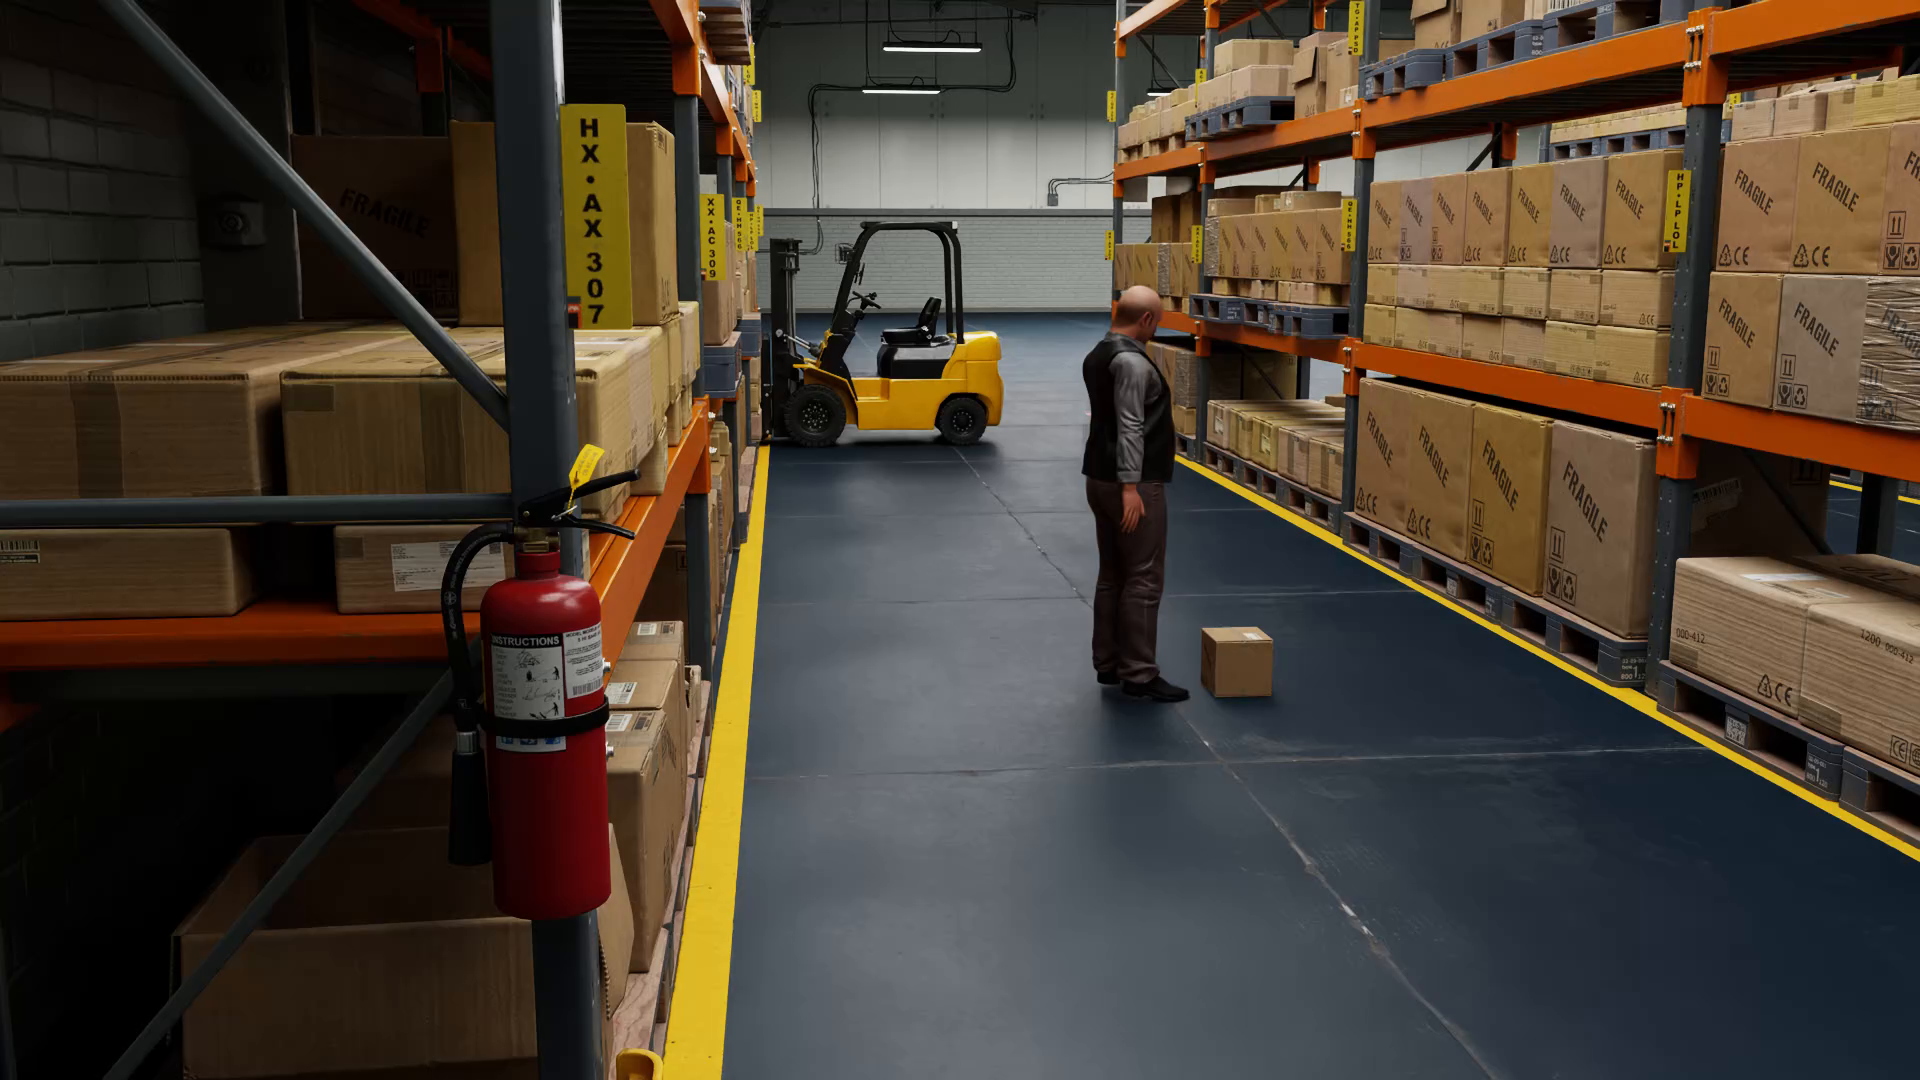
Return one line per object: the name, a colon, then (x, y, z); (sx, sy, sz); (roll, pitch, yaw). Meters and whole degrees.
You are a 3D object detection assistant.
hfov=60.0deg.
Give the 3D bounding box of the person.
person: (0.733, -0.200, 7.074); (0.408, 1.743, 0.645); (-3, 10, -15)
